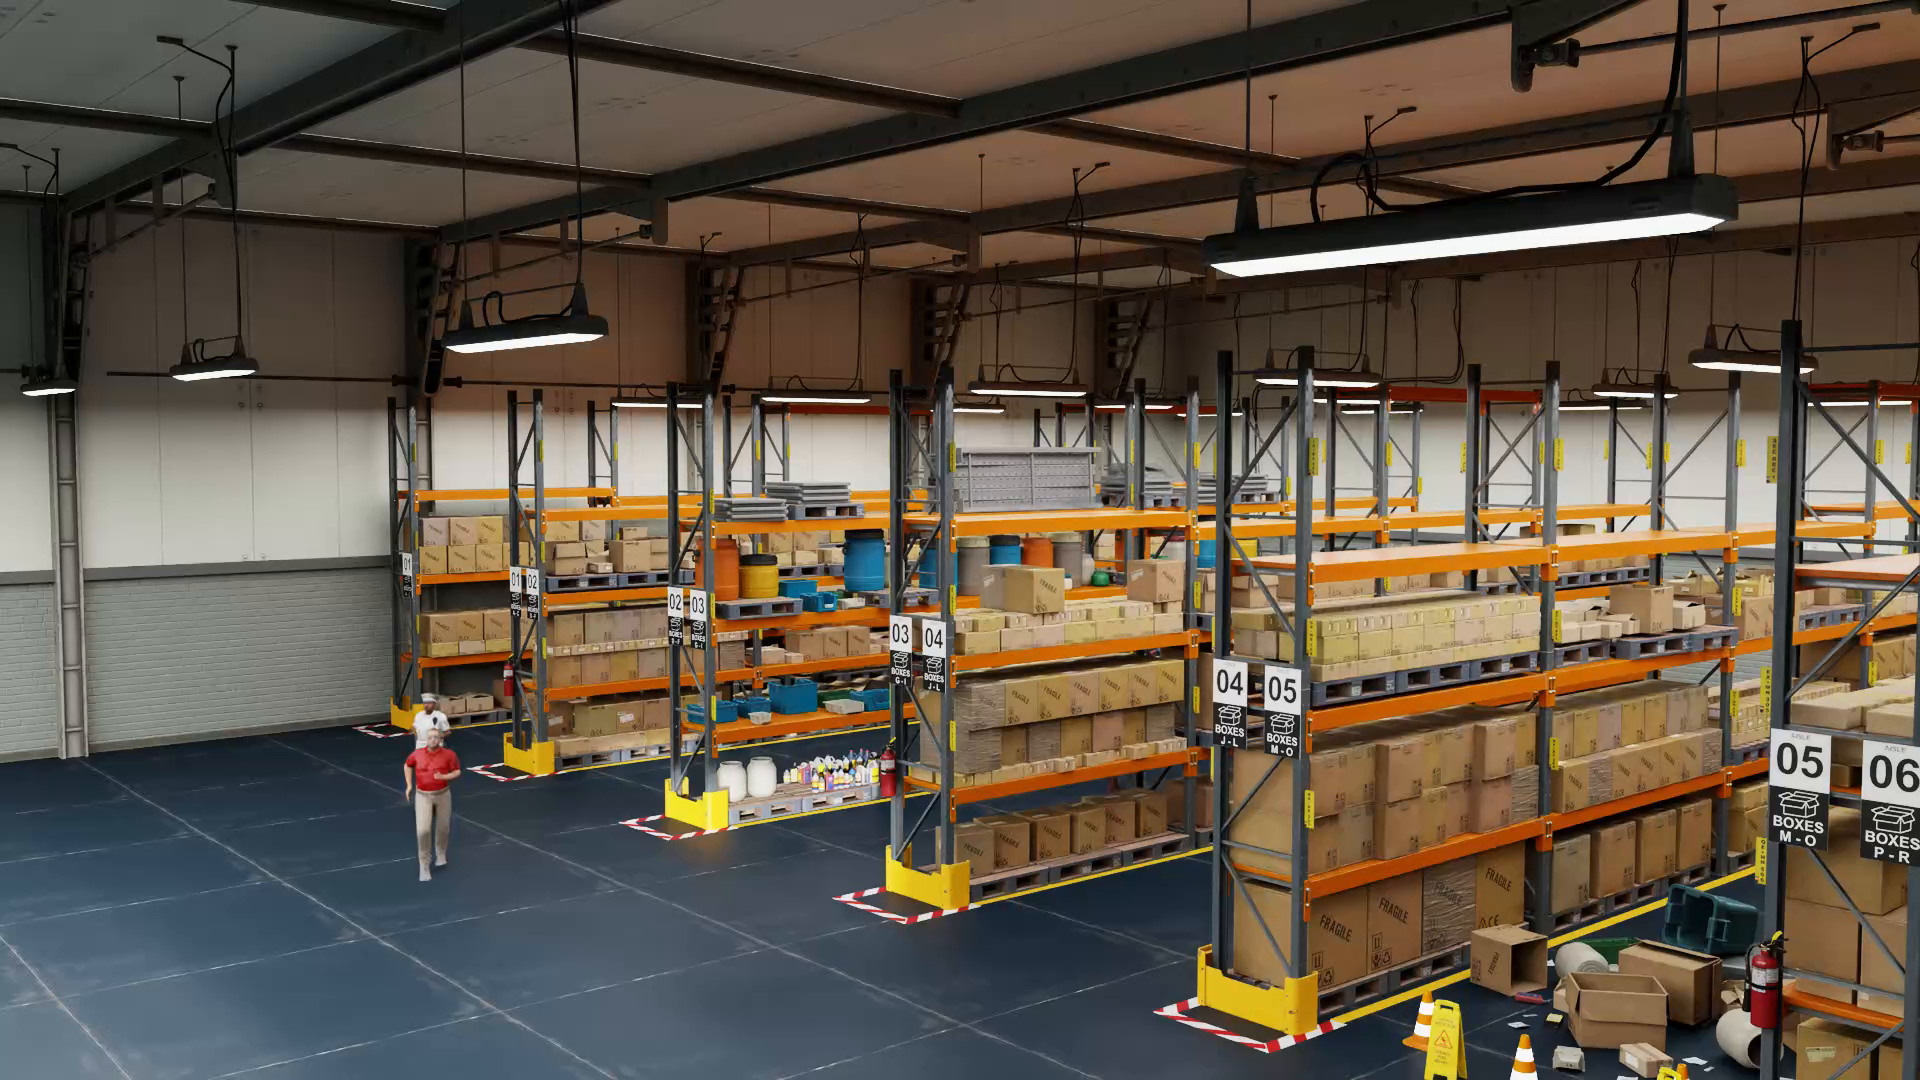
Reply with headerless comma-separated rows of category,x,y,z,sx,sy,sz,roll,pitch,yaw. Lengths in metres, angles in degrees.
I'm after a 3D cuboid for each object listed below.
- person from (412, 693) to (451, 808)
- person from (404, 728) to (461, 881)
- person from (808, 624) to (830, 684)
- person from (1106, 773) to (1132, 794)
person,-7.369,2.985,23.182,0.546,1.745,0.704,-1,3,-12
person,-6.306,3.149,19.916,0.638,1.805,0.778,-1,4,-20
person,-2.787,2.357,32.932,0.735,1.815,0.926,3,4,42
person,2.352,2.949,23.658,0.543,1.720,0.723,3,4,40
